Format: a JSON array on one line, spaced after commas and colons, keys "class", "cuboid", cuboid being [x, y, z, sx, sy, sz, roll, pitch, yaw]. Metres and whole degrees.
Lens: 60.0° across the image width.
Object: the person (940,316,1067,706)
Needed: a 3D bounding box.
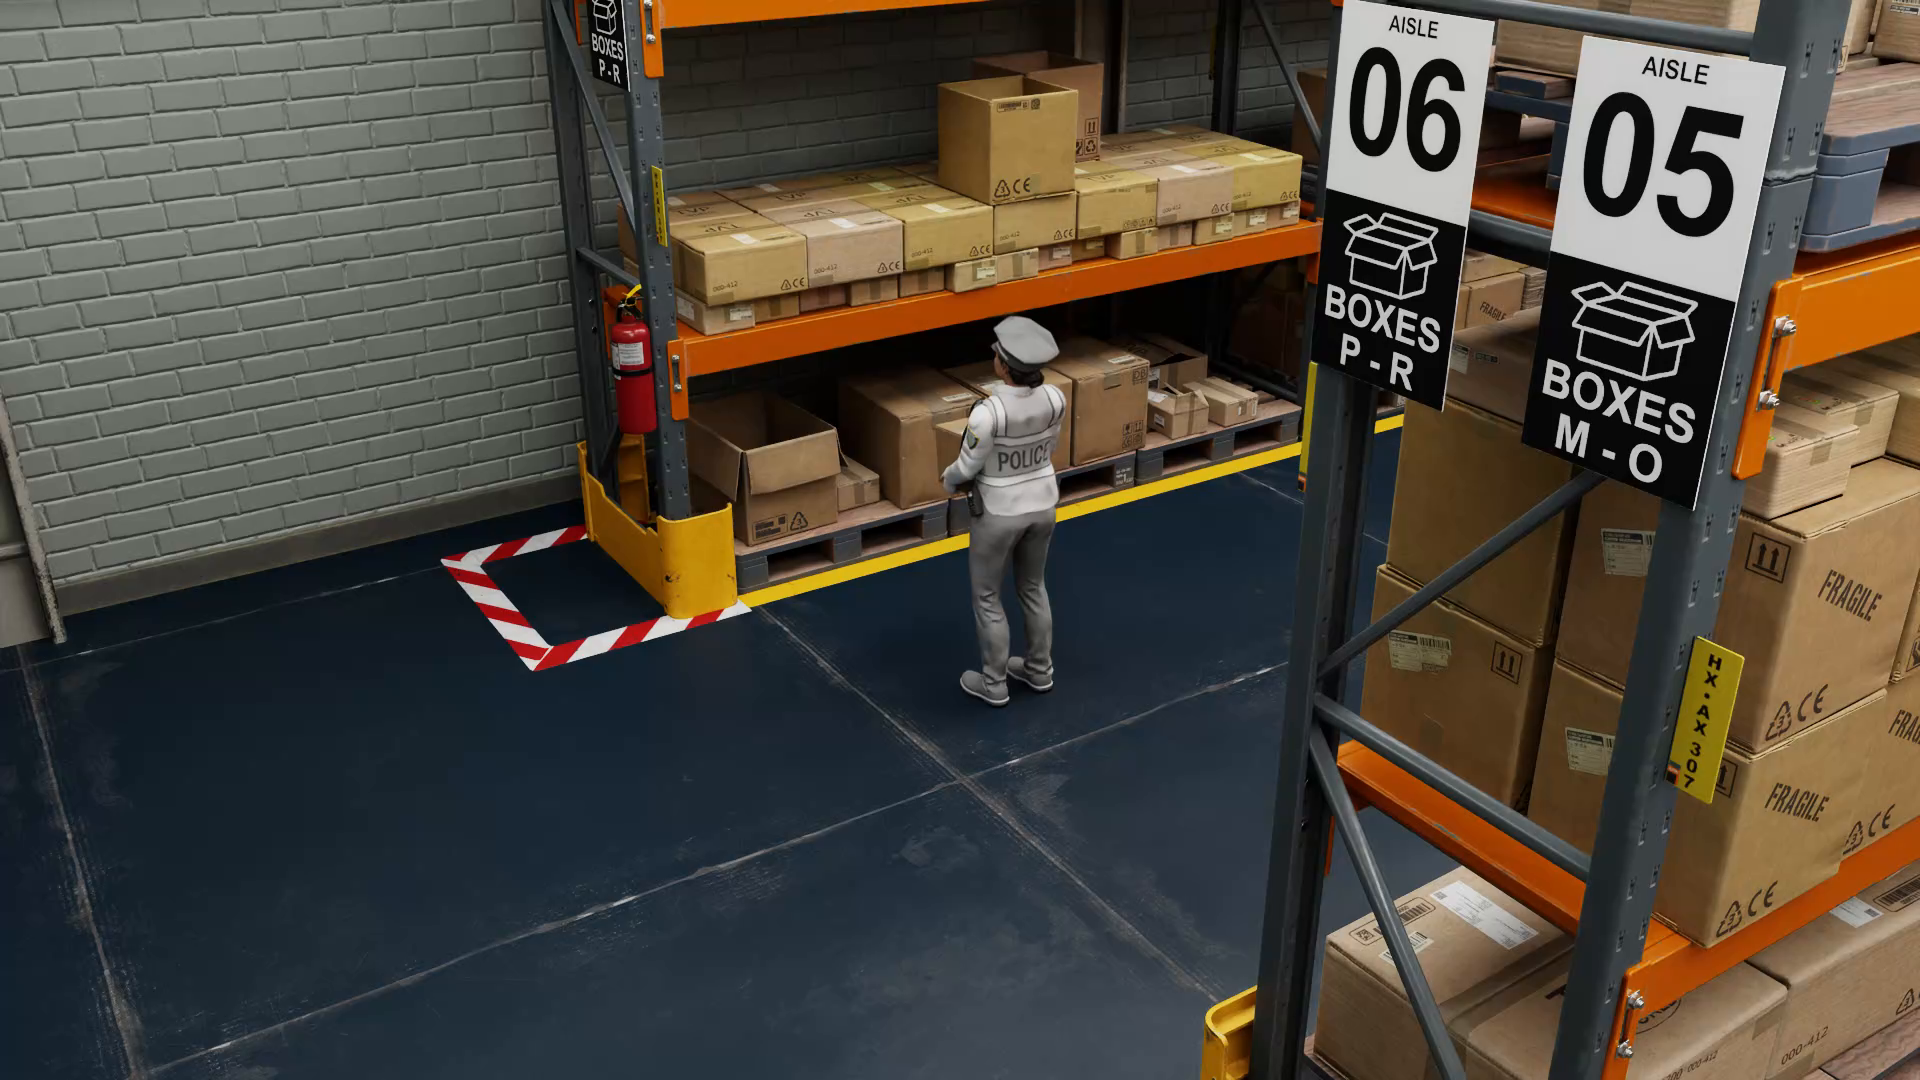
[{"class": "person", "cuboid": [0.178, -0.136, 6.867, 0.459, 1.686, 0.556, -15, 29, -29]}]
